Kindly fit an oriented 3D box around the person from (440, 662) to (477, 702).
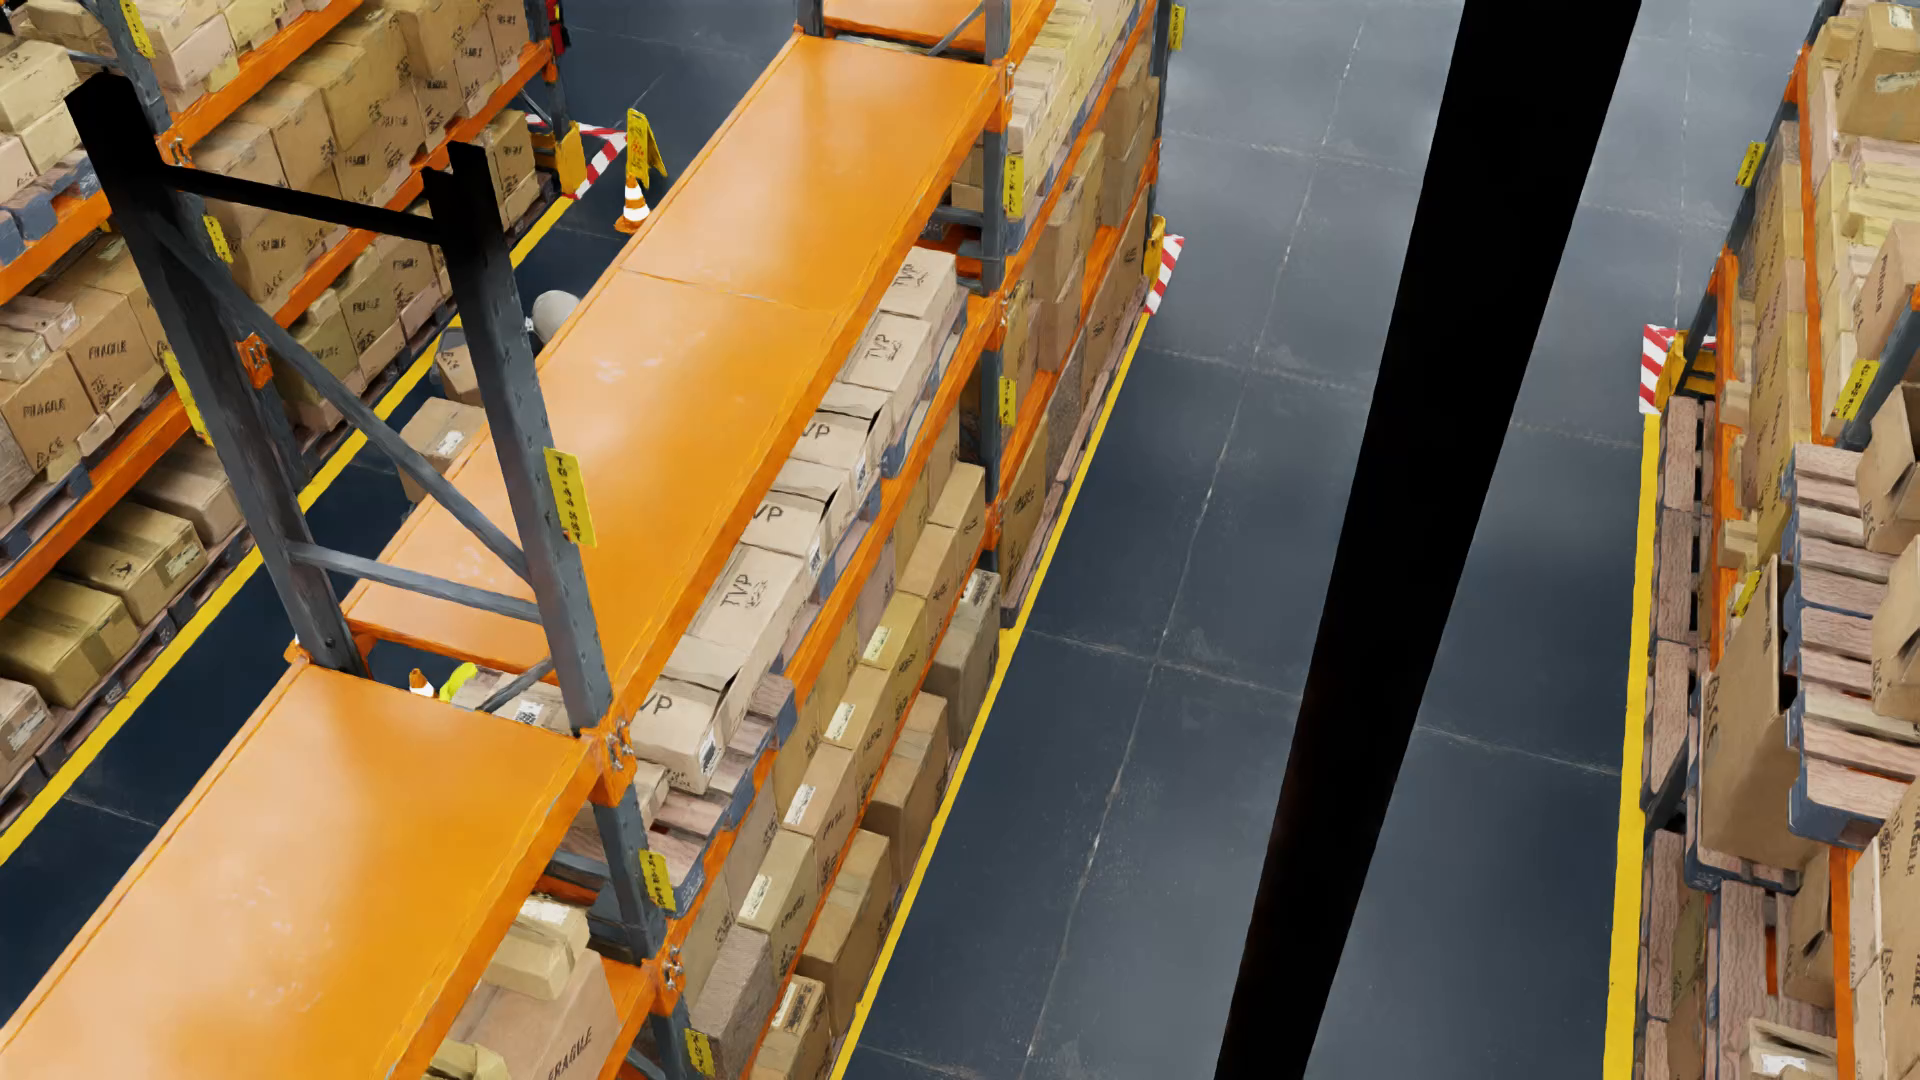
[{"bbox_3d":[-2.430,1.239,8.667,0.453,1.768,0.632,-8,46,-8],"label":"person"}]
